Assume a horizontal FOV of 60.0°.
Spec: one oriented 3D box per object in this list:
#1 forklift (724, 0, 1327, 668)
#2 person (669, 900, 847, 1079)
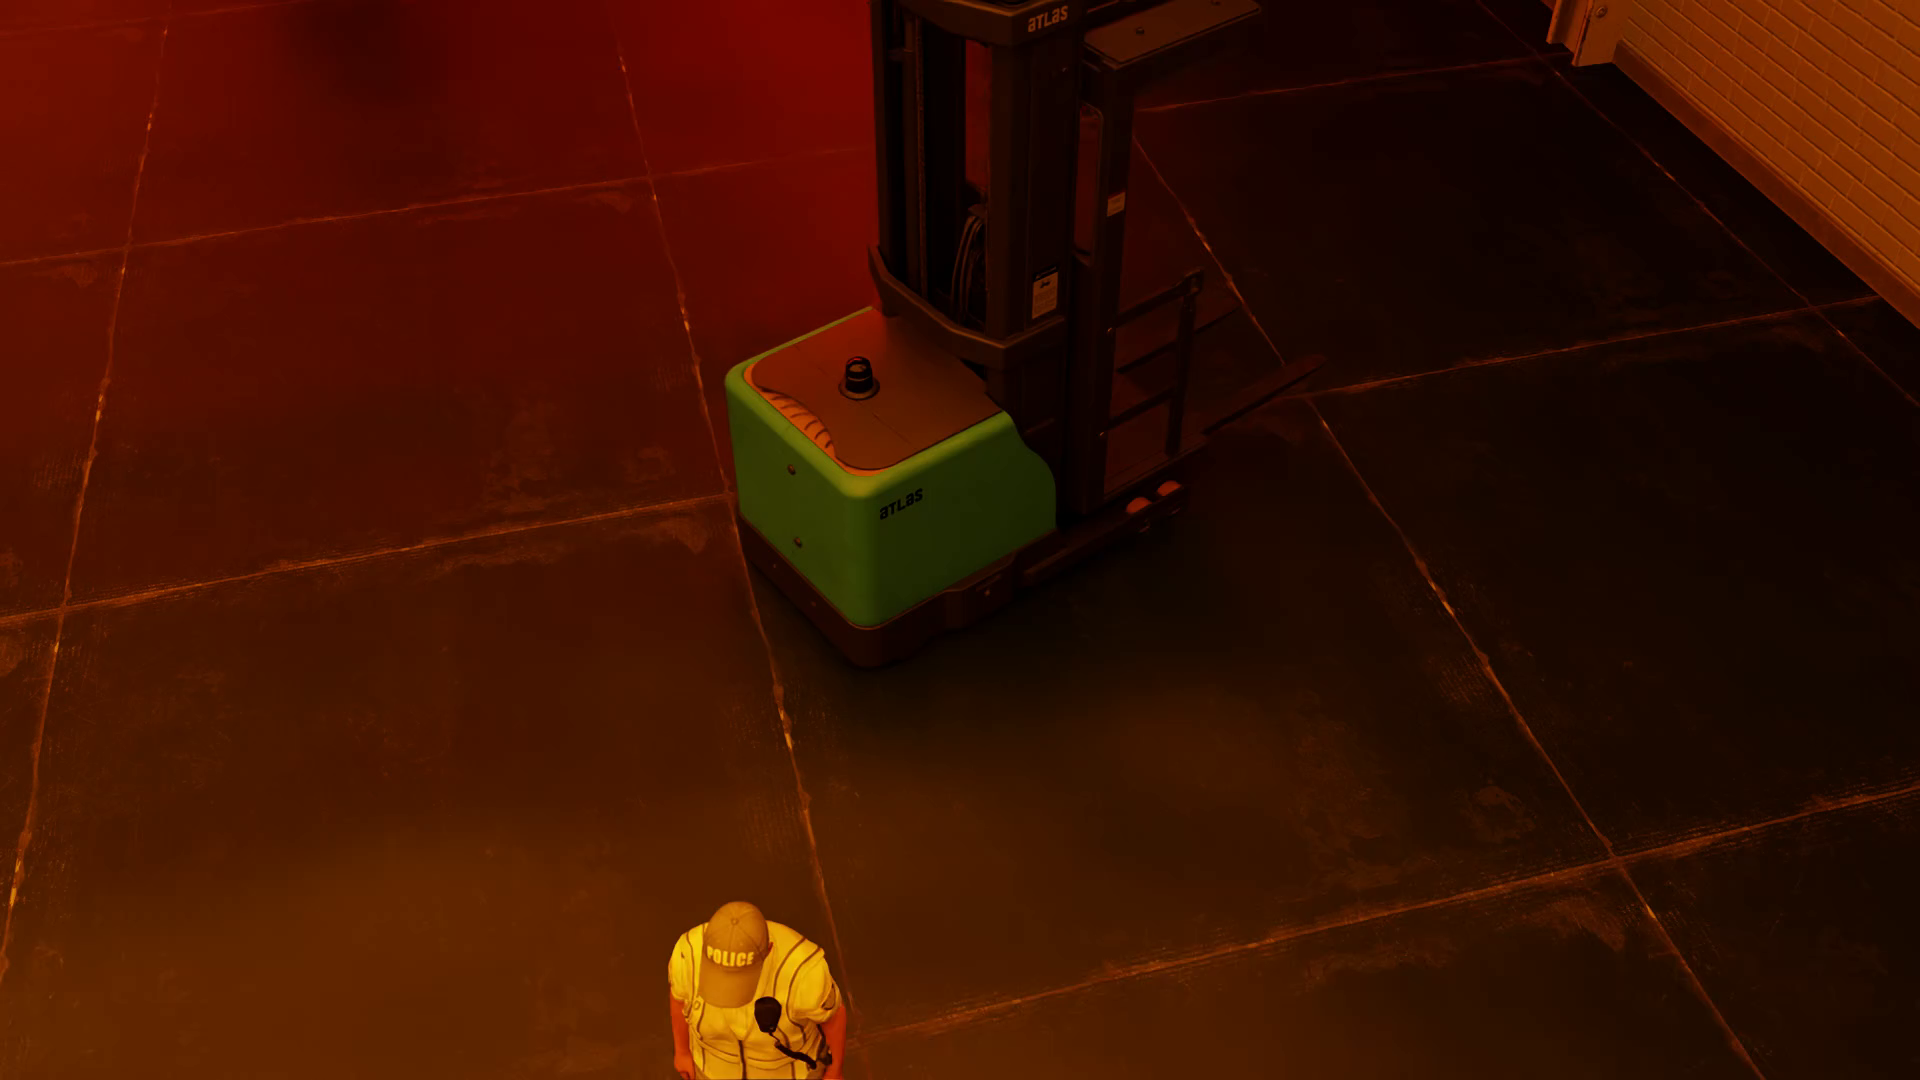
[{"bbox_3d":[0.465,-1.361,7.085,3.031,2.935,1.130,-28,50,-27],"label":"forklift"},{"bbox_3d":[-0.602,1.554,4.926,0.535,1.667,0.454,7,44,8],"label":"person"}]
